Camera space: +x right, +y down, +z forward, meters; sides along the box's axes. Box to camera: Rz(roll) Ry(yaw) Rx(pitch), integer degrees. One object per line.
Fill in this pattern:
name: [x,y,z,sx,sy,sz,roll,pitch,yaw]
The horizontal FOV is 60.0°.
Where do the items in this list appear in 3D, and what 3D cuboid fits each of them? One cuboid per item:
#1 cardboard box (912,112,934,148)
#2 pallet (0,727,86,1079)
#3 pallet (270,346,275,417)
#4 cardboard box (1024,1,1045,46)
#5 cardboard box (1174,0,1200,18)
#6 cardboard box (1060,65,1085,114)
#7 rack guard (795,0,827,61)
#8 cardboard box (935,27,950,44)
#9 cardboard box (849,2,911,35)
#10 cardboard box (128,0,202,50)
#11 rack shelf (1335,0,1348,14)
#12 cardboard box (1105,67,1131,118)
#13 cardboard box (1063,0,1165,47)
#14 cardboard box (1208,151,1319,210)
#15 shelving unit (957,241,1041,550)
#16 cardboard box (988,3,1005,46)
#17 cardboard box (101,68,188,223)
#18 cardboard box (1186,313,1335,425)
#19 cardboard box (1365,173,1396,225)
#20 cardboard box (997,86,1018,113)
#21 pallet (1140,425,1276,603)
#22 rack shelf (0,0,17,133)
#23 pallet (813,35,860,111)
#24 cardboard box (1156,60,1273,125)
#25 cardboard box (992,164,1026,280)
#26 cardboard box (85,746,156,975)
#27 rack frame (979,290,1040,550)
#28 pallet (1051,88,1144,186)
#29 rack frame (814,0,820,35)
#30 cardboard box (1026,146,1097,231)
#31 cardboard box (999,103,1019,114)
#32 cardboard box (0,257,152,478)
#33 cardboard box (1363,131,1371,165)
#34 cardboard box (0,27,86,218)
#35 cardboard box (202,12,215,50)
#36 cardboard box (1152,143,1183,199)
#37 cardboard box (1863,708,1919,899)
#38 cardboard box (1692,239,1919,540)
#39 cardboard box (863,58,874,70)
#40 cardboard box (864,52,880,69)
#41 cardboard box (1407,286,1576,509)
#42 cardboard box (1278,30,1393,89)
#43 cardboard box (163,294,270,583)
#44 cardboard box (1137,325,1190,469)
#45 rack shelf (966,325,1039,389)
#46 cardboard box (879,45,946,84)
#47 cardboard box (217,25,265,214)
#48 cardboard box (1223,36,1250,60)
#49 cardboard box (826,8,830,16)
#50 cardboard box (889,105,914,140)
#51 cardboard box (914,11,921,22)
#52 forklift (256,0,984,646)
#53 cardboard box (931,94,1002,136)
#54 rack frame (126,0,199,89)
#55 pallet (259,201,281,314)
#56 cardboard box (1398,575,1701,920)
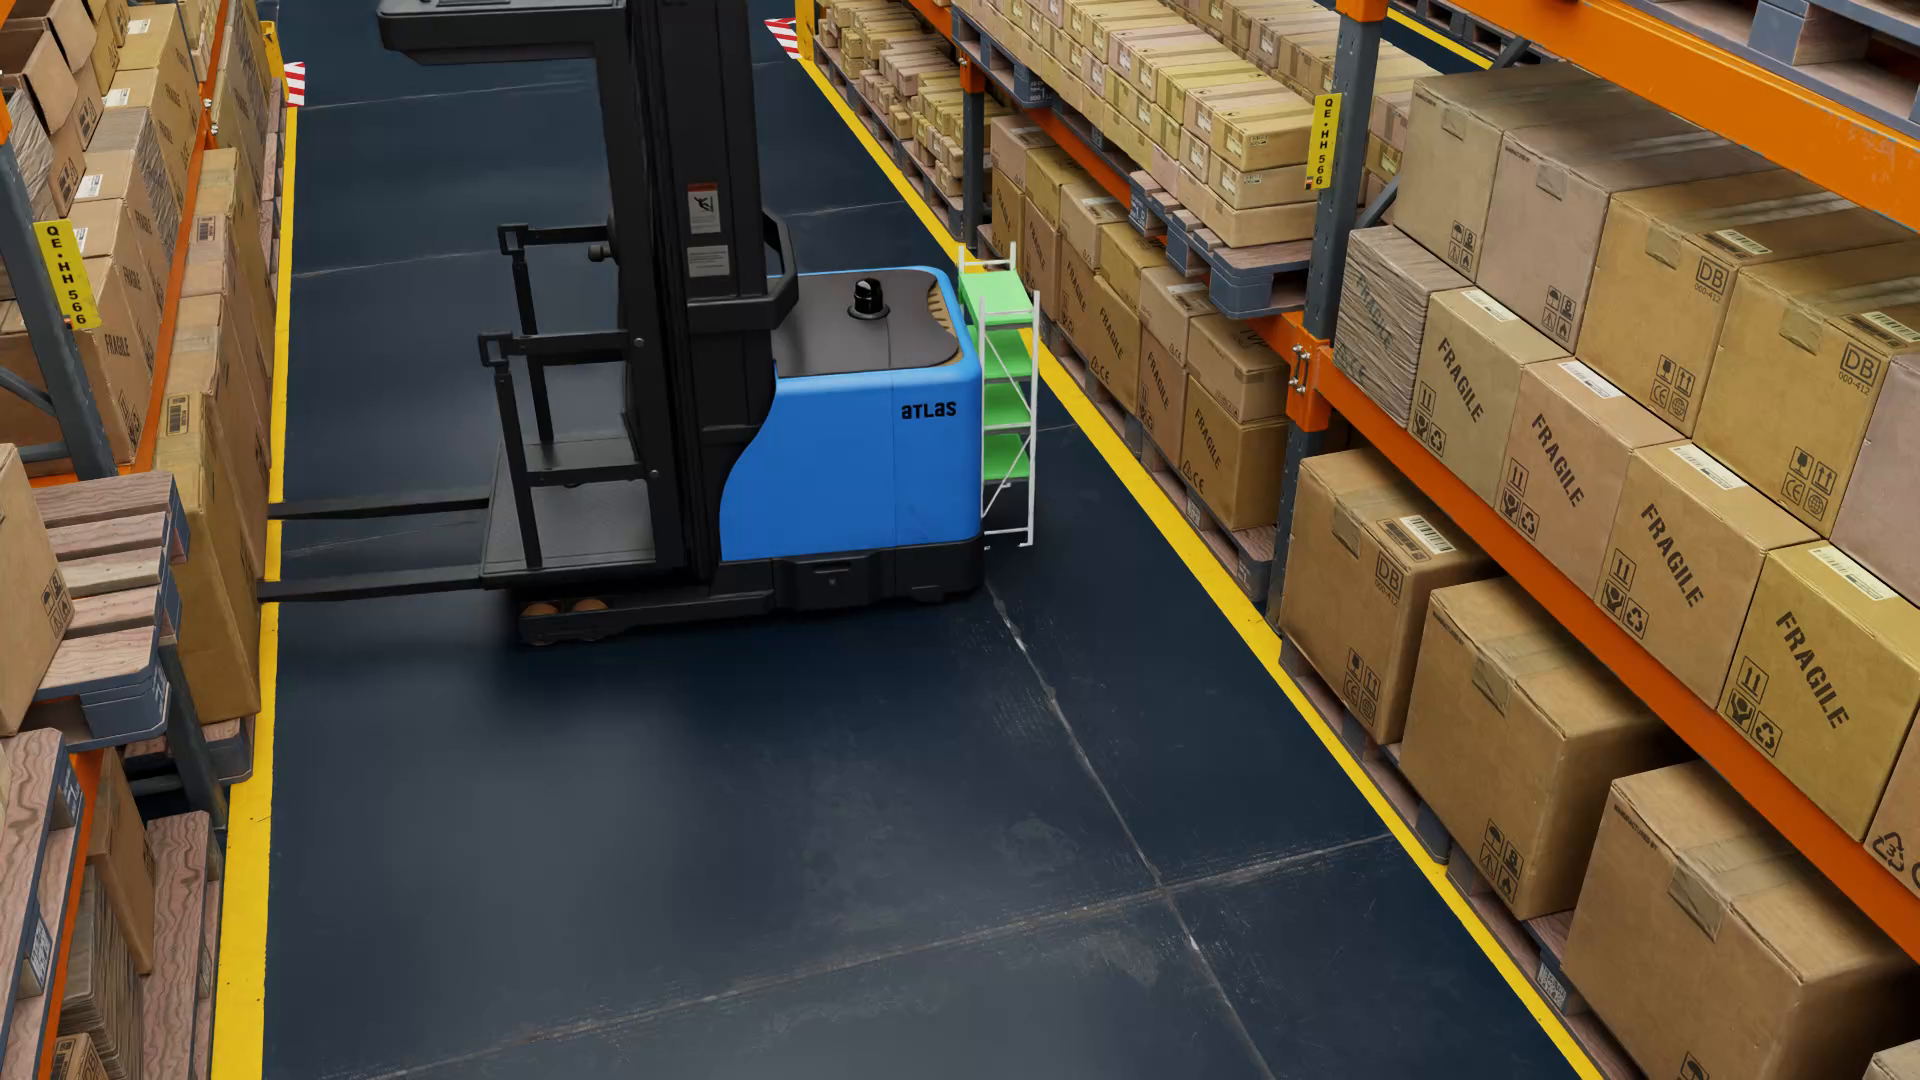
cardboard box: [-0.080,-2.577,10.364,0.380,0.149,0.250,-11,35,-16]
pallet: [-2.380,0.916,3.316,1.003,0.211,1.213,-10,35,-15]
pallet: [-3.936,-0.740,8.179,1.003,0.211,1.213,-10,35,-15]
cardboard box: [0.518,-2.439,7.797,0.380,0.149,0.250,-9,34,-13]
cardboard box: [1.216,-2.533,7.670,0.380,0.149,0.250,-12,35,-17]
cardboard box: [0.671,-2.046,7.472,0.380,0.149,0.250,-12,35,-17]
rack guard: [-0.686,-4.094,12.993,1.175,0.500,0.348,-10,35,-15]
cardboard box: [0.044,-3.484,11.468,0.380,0.149,0.250,-11,35,-16]
cardboard box: [-0.565,-3.684,11.770,0.380,0.149,0.250,-12,35,-17]
cardboard box: [-4.137,-2.648,8.403,0.500,0.250,0.500,-11,35,-16]
rack shelf: [1.121,-2.978,6.968,1.077,0.370,4.000,-10,35,-15]
cardboard box: [0.832,-1.894,6.973,0.380,0.149,0.250,-10,35,-15]
cardboard box: [0.674,-2.292,7.305,0.380,0.149,0.250,-9,35,-13]
cardboard box: [1.147,-1.354,6.156,0.380,0.149,0.250,-9,35,-14]
shelving unit: [0.155,-0.603,7.074,0.258,1.200,0.503,-5,34,-8]
cardboard box: [0.356,-2.587,8.291,0.380,0.149,0.250,-10,35,-14]
cardboard box: [-3.530,-1.604,6.866,0.500,0.500,0.500,-10,35,-15]
cardboard box: [1.273,-0.737,6.851,0.500,0.250,0.500,-11,35,-16]
cardboard box: [1.787,-1.316,6.368,0.380,0.149,0.250,-10,35,-15]
cardboard box: [0.452,-2.806,10.441,0.380,0.149,0.250,-10,35,-15]
pallet: [1.494,-0.224,7.398,1.003,0.211,1.213,-10,35,-15]
rack shelf: [-3.633,-2.197,5.786,1.077,0.370,4.000,-10,35,-15]
pallet: [-0.472,-3.542,12.418,1.003,0.211,1.213,-10,35,-15]
cardboard box: [0.991,-1.746,6.478,0.380,0.149,0.250,-9,35,-13]
cardboard box: [0.484,-1.777,9.105,0.500,0.500,0.500,-9,34,-13]
cardboard box: [-2.800,1.012,4.866,0.700,0.500,0.500,-12,35,-17]
rack frame: [0.195,-0.470,6.873,0.240,1.200,0.015,-5,34,-8]
pallet: [1.089,-1.929,7.623,1.003,0.211,1.213,-10,35,-15]
rack frame: [-0.709,-5.177,12.364,1.000,3.000,0.127,-10,35,-15]
cardboard box: [0.650,-1.811,8.476,0.500,0.250,0.500,-9,35,-13]
cardboard box: [0.434,-2.671,10.506,0.380,0.149,0.250,-10,35,-15]
cardboard box: [-2.912,-0.539,5.254,0.500,0.500,0.500,-9,35,-13]
cardboard box: [1.690,-1.601,6.529,0.380,0.149,0.250,-8,34,-12]
cardboard box: [-3.427,-1.385,5.625,0.797,0.503,0.637,-9,35,-14]
cardboard box: [-4.178,-2.679,8.811,0.380,0.149,0.250,-9,34,-13]
cardboard box: [0.990,-1.495,6.638,0.380,0.149,0.250,-9,35,-14]
cardboard box: [2.384,0.587,3.550,0.500,0.500,0.500,-10,35,-15]
cardboard box: [2.329,-0.396,4.131,0.700,0.500,0.500,-10,35,-15]
cardboard box: [-0.472,-3.311,11.744,0.380,0.149,0.250,-10,35,-15]
cardboard box: [-0.458,-3.426,11.649,0.380,0.149,0.250,-12,35,-17]
cardboard box: [1.769,-0.471,5.152,0.500,0.500,0.500,-10,35,-15]
cardboard box: [1.540,-1.980,6.833,0.380,0.149,0.250,-11,35,-17]
cardboard box: [-3.478,-0.320,6.560,1.225,0.875,0.875,-10,35,-15]
cardboard box: [1.127,-0.684,7.451,0.500,0.500,0.500,-9,34,-13]
rack shelf: [0.155,-0.750,6.977,0.258,0.148,0.480,-5,34,-8]
cardboard box: [-0.313,-3.127,10.926,0.380,0.149,0.250,-11,35,-16]
cardboard box: [-4.643,-2.417,9.734,0.875,0.875,0.875,-10,35,-15]
cardboard box: [1.381,-2.135,7.337,0.380,0.149,0.250,-10,35,-15]
cardboard box: [-0.793,-3.969,12.471,0.380,0.149,0.250,-9,34,-13]
cardboard box: [-0.249,-2.755,10.903,0.380,0.149,0.250,-10,35,-15]
cardboard box: [-0.116,-3.786,12.193,0.380,0.149,0.250,-11,35,-17]
forklift: [-1.465,-1.117,6.281,3.031,2.935,1.130,-5,34,-8]
cardboard box: [0.039,-2.582,10.102,0.380,0.149,0.250,-10,35,-14]
rack frame: [-4.243,-2.296,8.004,1.000,3.000,0.127,-10,35,-15]
pallet: [-4.401,-1.545,9.397,1.003,0.211,1.213,-10,35,-15]
cardboard box: [2.101,0.580,5.312,1.050,0.750,0.750,-9,35,-14]
